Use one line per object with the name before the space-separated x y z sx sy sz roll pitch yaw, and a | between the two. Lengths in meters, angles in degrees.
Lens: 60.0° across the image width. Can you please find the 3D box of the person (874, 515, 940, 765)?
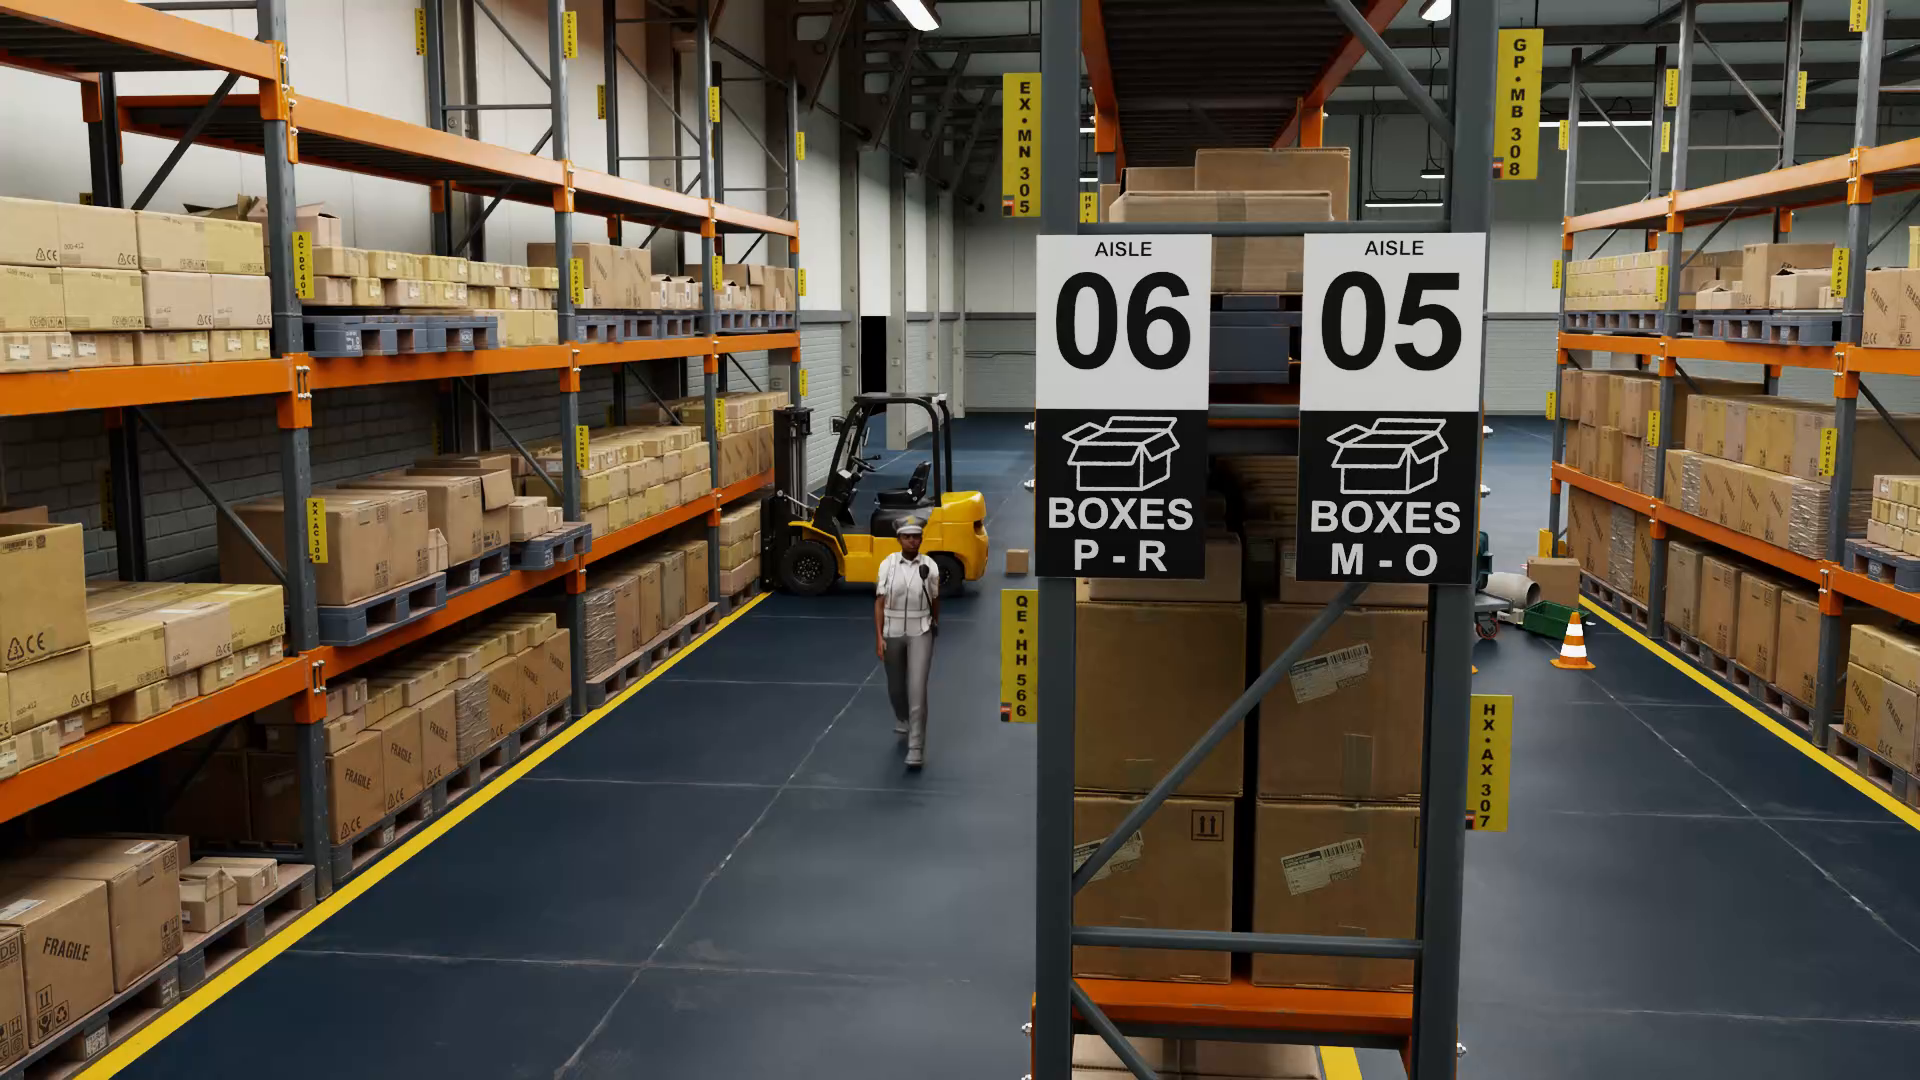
person | -0.361 0.642 11.408 0.435 1.644 0.978 1 8 4
